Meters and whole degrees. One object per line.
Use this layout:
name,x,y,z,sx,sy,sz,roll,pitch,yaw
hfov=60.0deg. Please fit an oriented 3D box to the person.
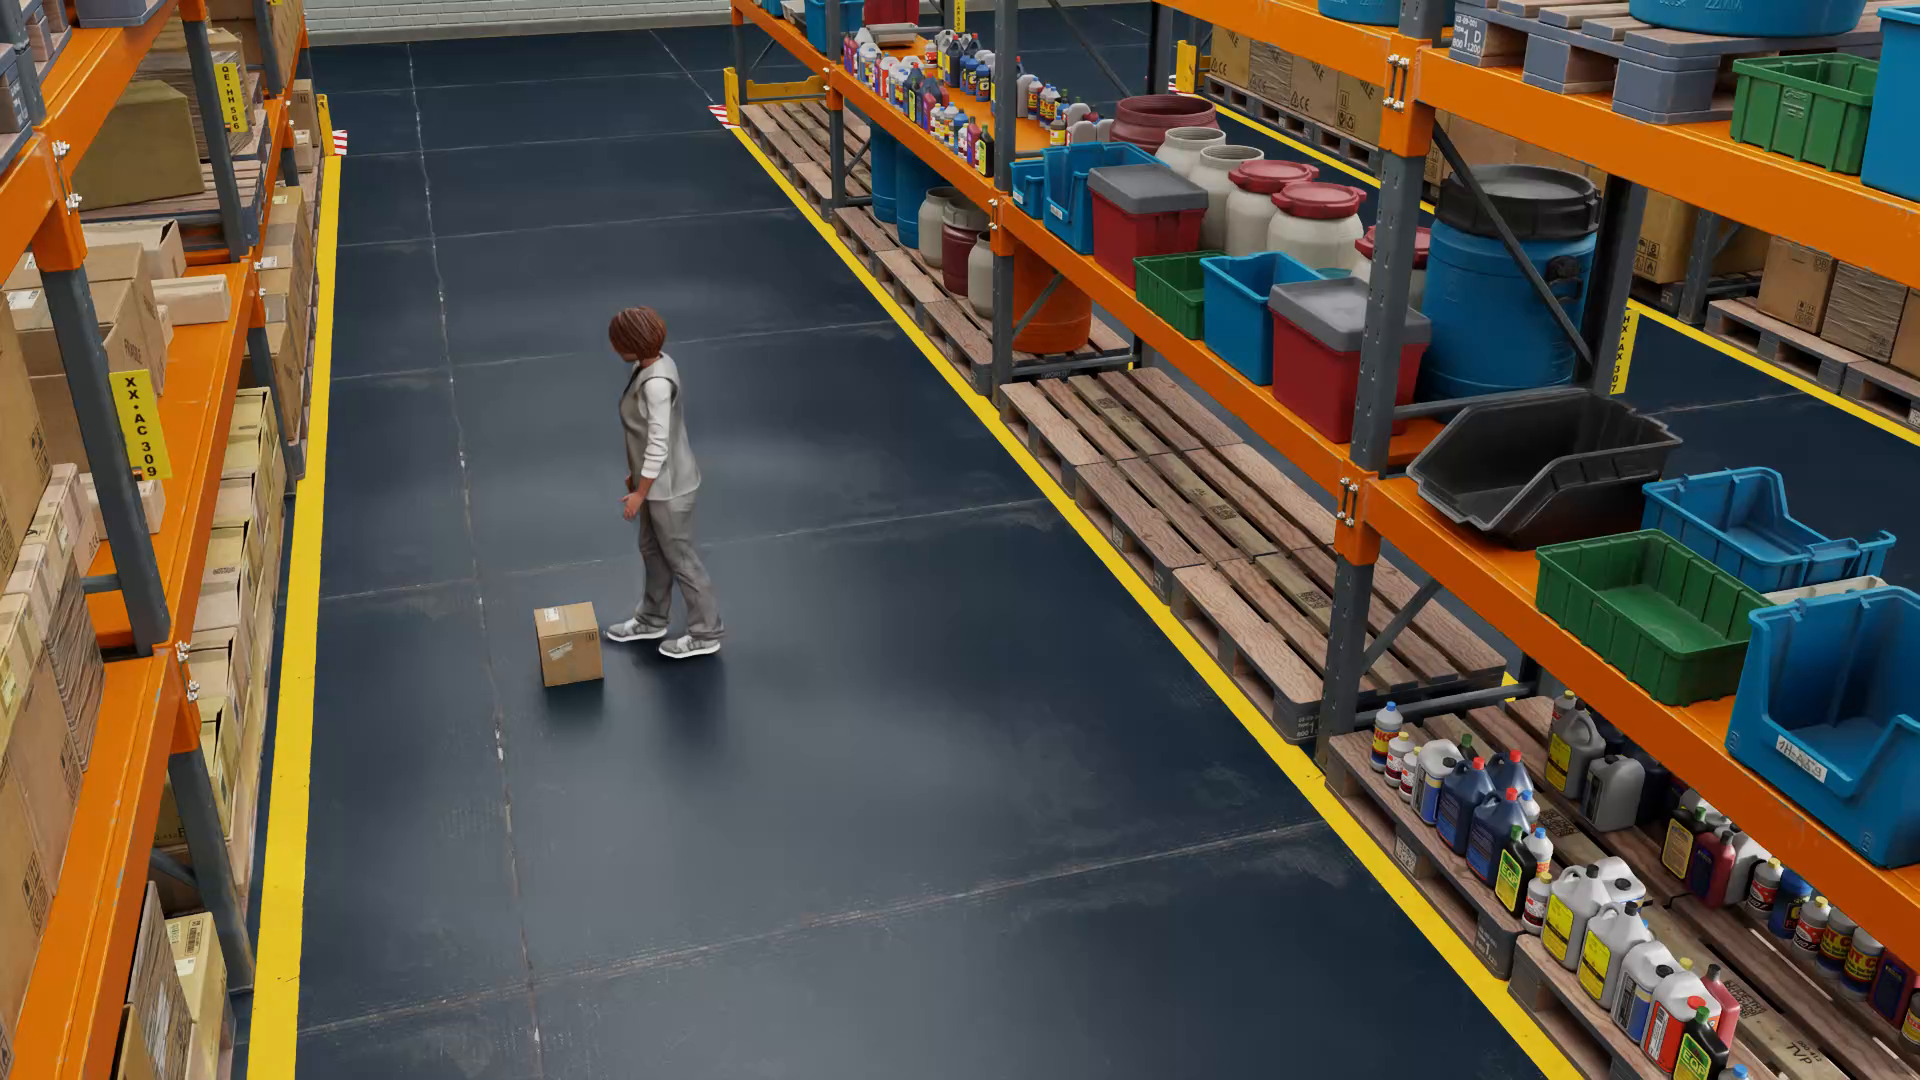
person,-1.308,-0.227,7.055,0.514,1.603,0.431,-6,27,-11
